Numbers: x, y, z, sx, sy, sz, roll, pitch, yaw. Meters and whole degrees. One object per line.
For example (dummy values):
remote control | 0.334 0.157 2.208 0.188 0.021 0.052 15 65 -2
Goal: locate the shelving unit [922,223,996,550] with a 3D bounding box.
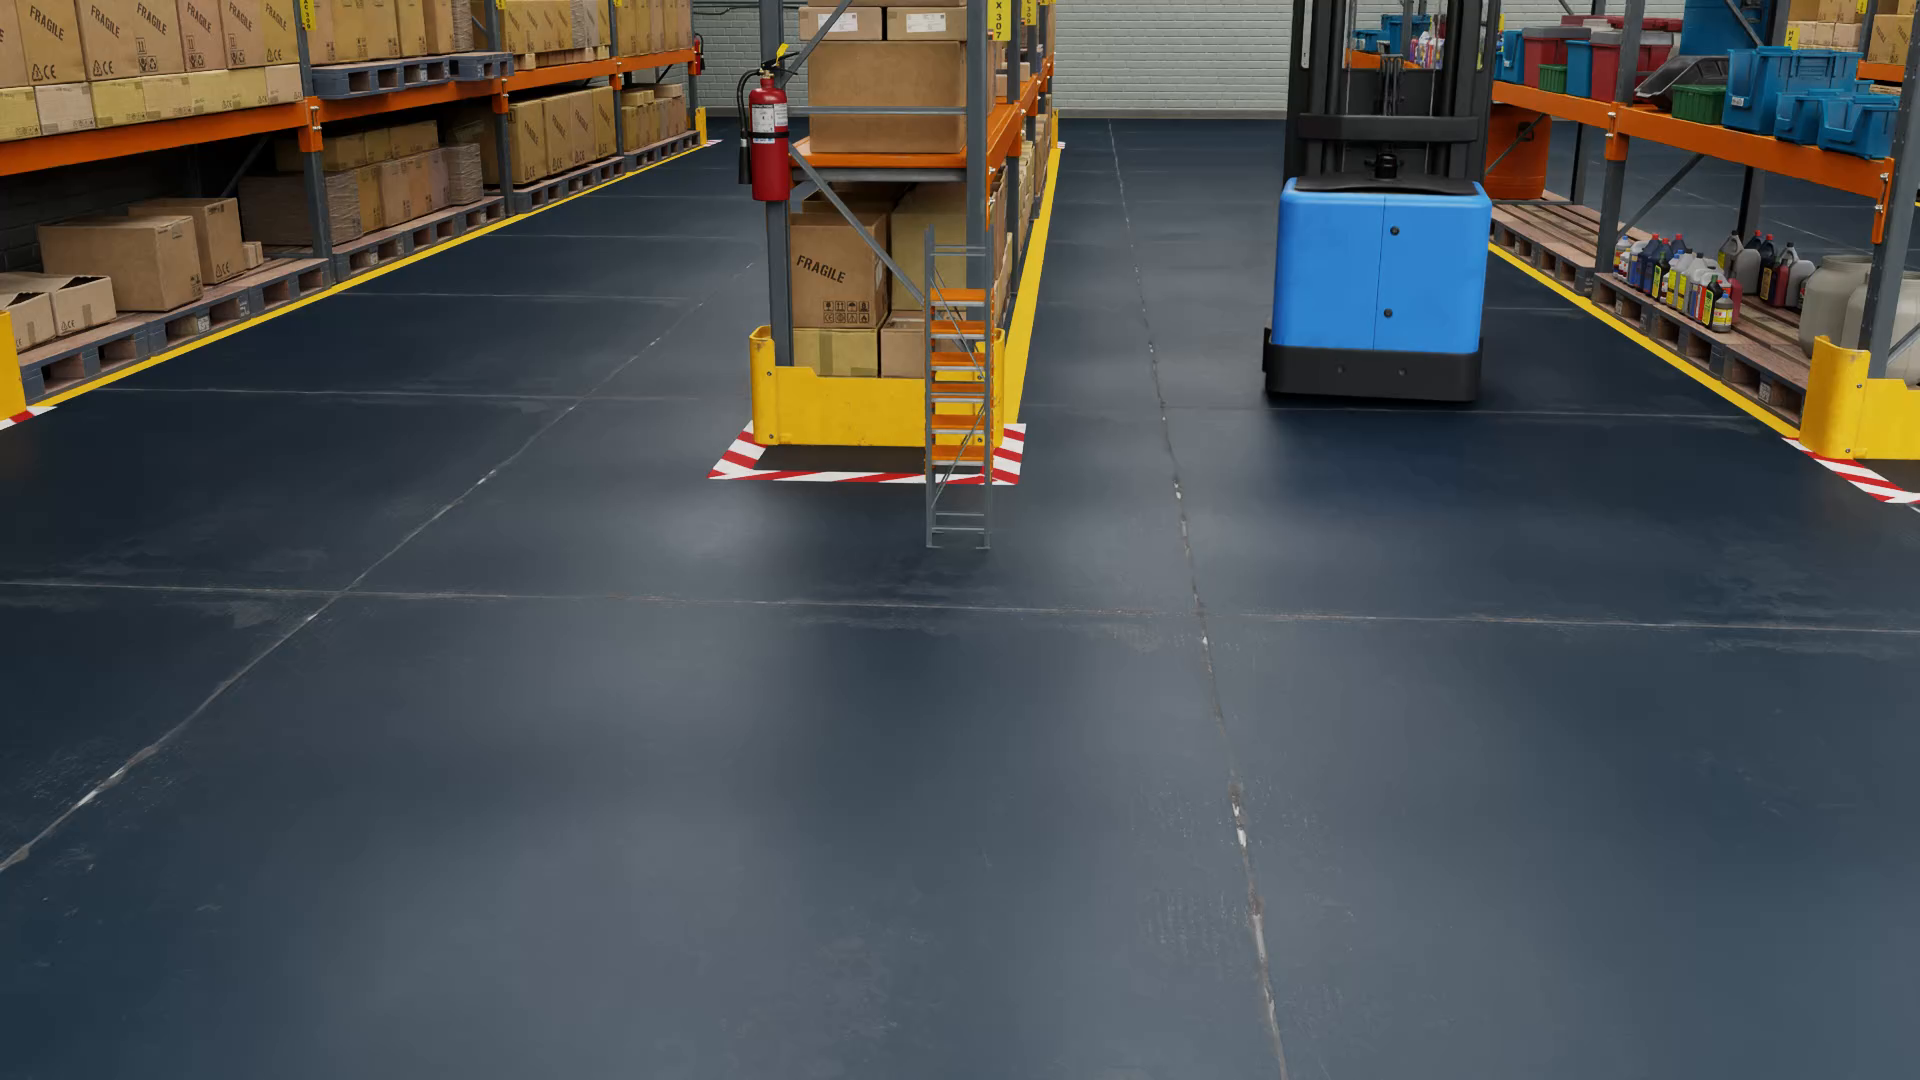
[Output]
shelving unit | -0.001 -0.566 6.222 0.258 1.200 0.189 1 18 4

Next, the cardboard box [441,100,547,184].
cardboard box | -4.565 -3.919 16.344 0.750 0.750 0.750 1 18 3

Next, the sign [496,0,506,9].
sign | -4.206 -5.019 15.190 0.100 0.325 0.005 1 18 4

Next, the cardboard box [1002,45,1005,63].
cardboard box | 0.123 -4.252 14.724 0.500 0.311 0.500 2 18 7

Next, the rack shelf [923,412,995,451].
rack shelf | -0.001 -0.409 6.274 0.258 0.103 0.180 1 18 4

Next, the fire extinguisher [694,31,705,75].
fire extinguisher | -3.704 -6.823 23.151 0.296 0.674 0.183 1 18 4

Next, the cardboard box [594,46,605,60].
cardboard box | -4.198 -5.458 18.633 0.380 0.149 0.250 2 18 5

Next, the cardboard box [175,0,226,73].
cardboard box | -4.837 -3.103 10.079 0.500 0.500 0.500 1 18 2

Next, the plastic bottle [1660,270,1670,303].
plastic bottle | 4.318 -1.544 10.105 0.097 0.201 0.097 0 18 0

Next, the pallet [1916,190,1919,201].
pallet | 10.295 -3.480 16.703 1.003 0.211 1.213 1 18 4

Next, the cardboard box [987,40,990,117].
cardboard box | -0.191 -2.754 9.849 0.700 0.500 0.500 2 18 5

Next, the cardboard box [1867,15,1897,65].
cardboard box | 10.078 -5.336 17.731 0.500 0.500 0.500 1 18 4

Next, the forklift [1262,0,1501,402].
forklift | 2.406 -2.504 9.359 1.130 2.935 3.031 4 19 12

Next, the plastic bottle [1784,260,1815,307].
plastic bottle | 5.035 -1.550 10.004 0.152 0.276 0.135 2 18 5

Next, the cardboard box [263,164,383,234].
cardboard box | -5.012 -2.685 13.108 0.700 0.500 0.500 1 18 3

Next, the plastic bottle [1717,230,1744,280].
plastic bottle | 4.944 -1.799 10.644 0.144 0.351 0.185 1 18 4

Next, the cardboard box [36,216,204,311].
cardboard box | -5.039 -1.669 10.006 0.700 0.500 0.500 0 18 0

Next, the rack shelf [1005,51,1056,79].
rack shelf | 0.623 -5.928 20.851 1.077 0.370 4.000 1 18 4

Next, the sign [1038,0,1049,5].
sign | 0.747 -4.945 14.837 0.100 0.325 0.005 1 18 4

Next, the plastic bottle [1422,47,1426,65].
plastic bottle | 4.938 -5.128 17.574 0.097 0.201 0.097 0 18 0

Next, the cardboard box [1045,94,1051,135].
cardboard box | 0.973 -5.737 22.424 0.500 0.500 0.500 1 18 4

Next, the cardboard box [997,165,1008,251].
cardboard box | 0.044 -2.109 10.579 0.500 0.500 0.500 1 18 4

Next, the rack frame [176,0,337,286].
rack frame | -5.035 -3.273 11.595 1.000 3.000 0.127 1 18 4

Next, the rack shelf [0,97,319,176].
rack shelf | -5.178 -2.310 9.811 1.077 0.370 4.000 1 18 4

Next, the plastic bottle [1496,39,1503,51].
plastic bottle | 5.500 -4.959 16.946 0.097 0.271 0.097 0 18 0

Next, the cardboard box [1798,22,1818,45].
cardboard box | 10.201 -5.958 19.553 0.500 0.250 0.500 2 18 5

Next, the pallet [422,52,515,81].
pallet | -4.693 -4.201 14.733 1.213 0.211 1.003 1 18 4

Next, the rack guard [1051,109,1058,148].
rack guard | 0.761 -5.679 22.952 1.175 0.500 0.348 1 18 4

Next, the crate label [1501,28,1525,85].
crate label | 4.792 -4.009 13.782 0.502 0.435 0.616 1 18 4

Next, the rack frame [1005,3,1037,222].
rack frame | 0.193 -4.406 15.052 1.000 3.000 0.127 1 18 4

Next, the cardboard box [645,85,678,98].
cardboard box | -3.970 -5.977 22.145 0.380 0.149 0.250 2 18 5

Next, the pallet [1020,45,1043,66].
pallet | 0.328 -4.919 16.926 1.003 0.211 1.213 1 18 4

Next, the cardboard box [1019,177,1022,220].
cardboard box | 0.184 -2.446 11.911 0.500 0.311 0.500 1 18 4

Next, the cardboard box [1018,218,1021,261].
cardboard box | 0.182 -2.176 11.989 0.500 0.250 0.500 1 18 3

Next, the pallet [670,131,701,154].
pallet | -4.154 -5.425 22.640 1.003 0.211 1.213 1 18 4

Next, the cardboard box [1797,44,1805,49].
cardboard box | 10.147 -5.808 19.734 0.380 0.149 0.250 1 18 3

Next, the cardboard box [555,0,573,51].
cardboard box | -4.345 -5.337 17.224 0.500 0.500 0.500 2 18 5

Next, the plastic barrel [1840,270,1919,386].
plastic barrel | 4.531 -1.033 8.080 0.421 0.512 0.421 0 18 0

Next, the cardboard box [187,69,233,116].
cardboard box | -4.831 -2.746 10.196 0.500 0.250 0.500 1 18 4

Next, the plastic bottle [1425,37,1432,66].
plastic bottle | 4.905 -5.101 17.360 0.061 0.283 0.133 1 18 4

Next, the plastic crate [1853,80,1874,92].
plastic crate | 5.038 -2.632 9.876 0.499 0.251 0.616 1 18 4

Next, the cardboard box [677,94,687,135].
cardboard box | -4.125 -5.792 22.622 0.700 0.500 0.500 1 18 4

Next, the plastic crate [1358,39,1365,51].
plastic crate | 5.207 -6.304 21.173 0.250 0.136 0.298 1 18 4

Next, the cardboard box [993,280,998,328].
cardboard box | -0.052 -1.287 9.273 0.500 0.250 0.500 1 18 4

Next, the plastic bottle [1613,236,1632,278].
plastic bottle | 4.386 -1.875 11.004 0.097 0.271 0.097 0 18 0

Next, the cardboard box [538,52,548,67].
cardboard box | -4.429 -4.903 16.940 0.380 0.149 0.250 2 18 5

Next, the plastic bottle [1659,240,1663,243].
plastic bottle | 4.497 -1.778 10.687 0.061 0.283 0.133 1 18 4

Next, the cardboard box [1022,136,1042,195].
cardboard box | 0.511 -3.562 15.785 0.500 0.500 0.500 2 18 6

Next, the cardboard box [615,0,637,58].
cardboard box | -4.406 -6.068 19.644 0.980 0.700 0.700 2 18 5

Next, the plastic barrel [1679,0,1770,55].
plastic barrel | 5.176 -3.403 11.187 0.600 0.901 0.708 1 18 4
